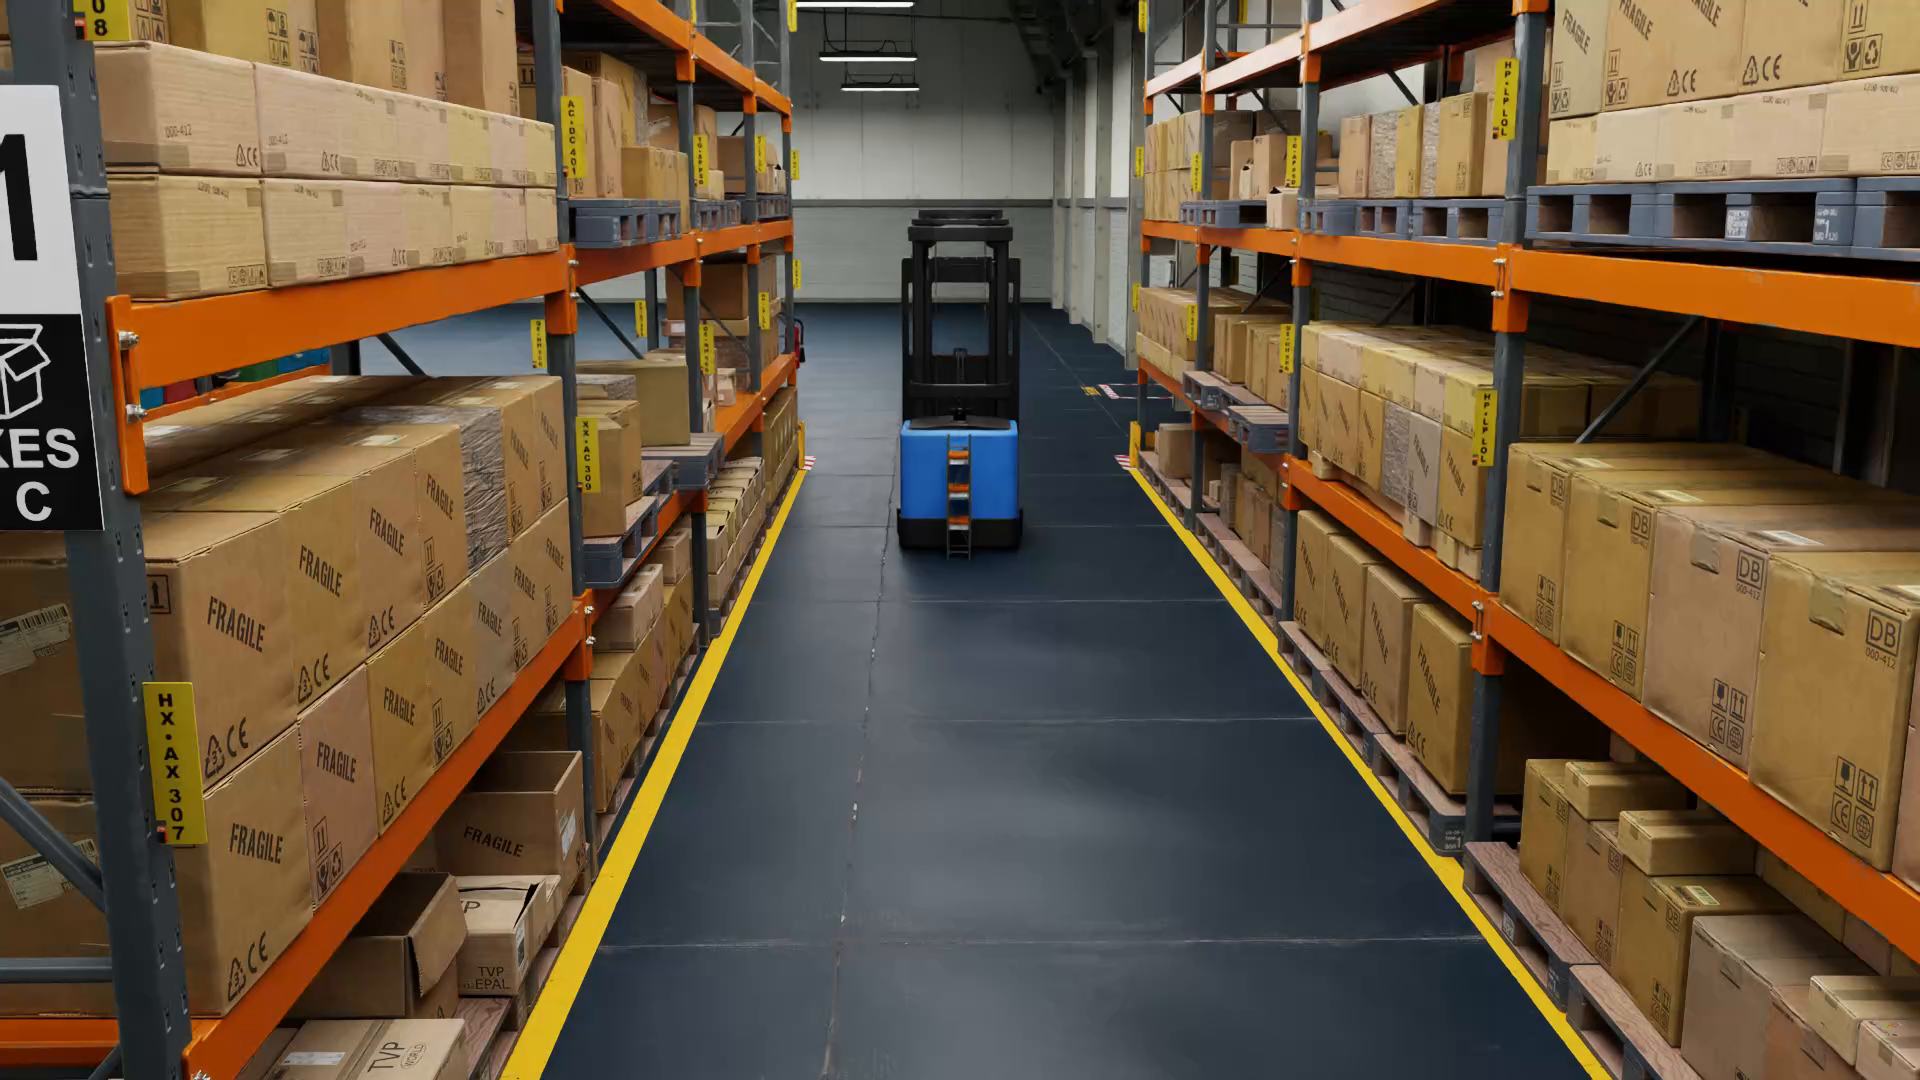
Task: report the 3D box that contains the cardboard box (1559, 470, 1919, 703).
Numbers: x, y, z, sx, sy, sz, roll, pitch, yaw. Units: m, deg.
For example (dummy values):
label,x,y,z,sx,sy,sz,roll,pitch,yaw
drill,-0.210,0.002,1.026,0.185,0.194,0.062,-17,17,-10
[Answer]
label,x,y,z,sx,sy,sz,roll,pitch,yaw
cardboard box,2.815,0.149,6.028,0.980,0.700,0.700,-1,11,-3

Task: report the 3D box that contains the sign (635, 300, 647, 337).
label,x,y,z,sx,sy,sz,roll,pitch,yaw
sign,-2.862,-1.987,14.933,0.100,0.325,0.005,0,11,-1

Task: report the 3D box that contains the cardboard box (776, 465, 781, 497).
label,x,y,z,sx,sy,sz,roll,pitch,yaw
cardboard box,-2.019,-0.578,16.222,0.500,0.250,0.500,0,11,-1

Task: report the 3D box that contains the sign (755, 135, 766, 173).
label,x,y,z,sx,sy,sz,roll,pitch,yaw
sign,-1.765,-3.408,14.679,0.100,0.325,0.005,0,11,-1

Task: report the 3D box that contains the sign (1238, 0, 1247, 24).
label,x,y,z,sx,sy,sz,roll,pitch,yaw
sign,3.118,-5.817,18.349,0.100,0.325,0.005,0,11,-1

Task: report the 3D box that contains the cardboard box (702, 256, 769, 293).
label,x,y,z,sx,sy,sz,roll,pitch,yaw
cardboard box,-2.365,-2.698,17.302,0.700,0.500,0.500,0,11,-1

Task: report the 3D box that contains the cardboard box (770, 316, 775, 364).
label,x,y,z,sx,sy,sz,roll,pitch,yaw
cardboard box,-2.378,-2.174,17.977,0.700,0.500,0.500,0,11,0

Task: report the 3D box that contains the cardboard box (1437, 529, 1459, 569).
label,x,y,z,sx,sy,sz,roll,pitch,yaw
cardboard box,2.492,0.040,7.901,0.380,0.149,0.250,0,11,0

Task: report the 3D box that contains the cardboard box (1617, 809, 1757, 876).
label,x,y,z,sx,sy,sz,roll,pitch,yaw
cardboard box,2.559,1.066,5.862,0.380,0.149,0.250,-1,11,-3

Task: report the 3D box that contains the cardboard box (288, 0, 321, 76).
label,x,y,z,sx,sy,sz,roll,pitch,yaw
cardboard box,-2.130,-1.451,4.357,0.700,0.500,0.500,0,11,-1

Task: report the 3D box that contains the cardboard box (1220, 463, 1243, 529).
label,x,y,z,sx,sy,sz,roll,pitch,yaw
cardboard box,2.677,-0.392,14.628,0.700,0.500,0.500,0,11,1

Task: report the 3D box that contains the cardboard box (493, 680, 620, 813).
label,x,y,z,sx,sy,sz,roll,pitch,yaw
cardboard box,-1.909,0.976,7.885,0.500,0.500,0.500,-1,11,-4

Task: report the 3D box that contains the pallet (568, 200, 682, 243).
label,x,y,z,sx,sy,sz,roll,pitch,yaw
pallet,-2.110,-1.650,8.578,1.213,0.211,1.003,0,11,-1

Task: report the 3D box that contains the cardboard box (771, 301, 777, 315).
label,x,y,z,sx,sy,sz,roll,pitch,yaw
cardboard box,-2.180,-2.511,18.007,0.380,0.149,0.250,0,11,-2

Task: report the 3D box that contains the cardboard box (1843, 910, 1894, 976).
label,x,y,z,sx,sy,sz,roll,pitch,yaw
cardboard box,2.959,1.223,5.084,0.380,0.149,0.250,0,11,0

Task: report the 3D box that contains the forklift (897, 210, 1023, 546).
label,x,y,z,sx,sy,sz,roll,pitch,yaw
forklift,0.012,-1.615,15.647,1.130,2.935,3.031,0,11,1

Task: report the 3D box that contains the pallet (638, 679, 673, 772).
label,x,y,z,sx,sy,sz,roll,pitch,yaw
pallet,-2.225,1.026,9.473,1.003,0.211,1.213,0,11,-1

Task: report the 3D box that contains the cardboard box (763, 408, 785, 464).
label,x,y,z,sx,sy,sz,roll,pitch,yaw
cardboard box,-2.025,-1.045,16.637,0.500,0.500,0.500,0,11,-1

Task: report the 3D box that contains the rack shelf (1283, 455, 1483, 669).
label,x,y,z,sx,sy,sz,roll,pitch,yaw
rack shelf,2.769,-0.002,9.336,1.077,0.370,4.000,0,11,-1

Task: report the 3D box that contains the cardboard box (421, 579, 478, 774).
label,x,y,z,sx,sy,sz,roll,pitch,yaw
cardboard box,-1.837,0.419,5.199,0.500,0.500,0.500,0,11,0

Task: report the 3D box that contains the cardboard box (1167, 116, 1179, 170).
label,x,y,z,sx,sy,sz,roll,pitch,yaw
cardboard box,2.321,-3.878,16.268,0.500,0.500,0.500,-1,11,-3

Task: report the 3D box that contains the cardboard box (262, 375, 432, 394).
label,x,y,z,sx,sy,sz,roll,pitch,yaw
cardboard box,-2.414,-0.381,6.625,0.500,0.500,0.500,0,11,0

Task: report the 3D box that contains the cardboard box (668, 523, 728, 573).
label,x,y,z,sx,sy,sz,roll,pitch,yaw
cardboard box,-1.942,0.030,11.816,0.500,0.311,0.500,0,11,1

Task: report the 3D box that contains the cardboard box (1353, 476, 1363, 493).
label,x,y,z,sx,sy,sz,roll,pitch,yaw
cardboard box,2.563,-0.369,9.913,0.380,0.149,0.250,0,11,0

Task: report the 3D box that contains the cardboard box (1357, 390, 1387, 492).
label,x,y,z,sx,sy,sz,roll,pitch,yaw
cardboard box,2.511,-0.553,9.192,0.500,0.500,0.500,0,11,0

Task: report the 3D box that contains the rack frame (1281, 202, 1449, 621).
label,x,y,z,sx,sy,sz,roll,pitch,yaw
rack frame,2.728,-0.753,11.225,1.000,3.000,0.127,0,11,-1

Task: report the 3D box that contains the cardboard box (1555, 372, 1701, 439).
label,x,y,z,sx,sy,sz,roll,pitch,yaw
cardboard box,3.061,-0.622,7.645,0.500,0.250,0.500,0,11,1

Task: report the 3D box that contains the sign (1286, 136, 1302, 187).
label,x,y,z,sx,sy,sz,roll,pitch,yaw
sign,2.185,-2.474,10.866,0.100,0.325,0.005,0,11,-1

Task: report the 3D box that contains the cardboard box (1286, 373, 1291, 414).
label,x,y,z,sx,sy,sz,roll,pitch,yaw
cardboard box,2.708,-1.111,11.631,0.700,0.500,0.500,-2,12,-8

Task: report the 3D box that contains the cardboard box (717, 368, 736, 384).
label,x,y,z,sx,sy,sz,roll,pitch,yaw
cardboard box,-2.254,-1.355,14.573,0.500,0.250,0.500,0,11,2

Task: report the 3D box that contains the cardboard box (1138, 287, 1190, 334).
label,x,y,z,sx,sy,sz,roll,pitch,yaw
cardboard box,2.272,-2.551,18.528,0.500,0.500,0.500,0,11,-1

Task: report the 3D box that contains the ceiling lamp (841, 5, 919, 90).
label,x,y,z,sx,sy,sz,roll,pitch,yaw
ceiling lamp,-2.058,-13.183,42.726,2.000,3.185,0.800,0,11,-1

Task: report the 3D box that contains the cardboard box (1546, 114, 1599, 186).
label,x,y,z,sx,sy,sz,roll,pitch,yaw
cardboard box,2.561,-1.470,6.288,0.500,0.250,0.500,0,11,-1

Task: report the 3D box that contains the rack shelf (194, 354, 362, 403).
label,x,y,z,sx,sy,sz,roll,pitch,yaw
rack shelf,-7.301,-1.552,16.974,1.077,0.370,4.000,0,11,-1

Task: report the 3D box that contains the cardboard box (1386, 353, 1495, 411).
label,x,y,z,sx,sy,sz,roll,pitch,yaw
cardboard box,2.534,-0.824,8.643,0.500,0.250,0.500,0,11,0

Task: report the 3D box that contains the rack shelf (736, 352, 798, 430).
label,x,y,z,sx,sy,sz,roll,pitch,yaw
rack shelf,-2.349,-1.572,17.071,1.077,0.370,4.000,0,11,-1

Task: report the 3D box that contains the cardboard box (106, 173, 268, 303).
label,x,y,z,sx,sy,sz,roll,pitch,yaw
cardboard box,-1.816,-0.641,3.507,0.500,0.250,0.500,0,11,-1

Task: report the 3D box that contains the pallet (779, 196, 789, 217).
label,x,y,z,sx,sy,sz,roll,pitch,yaw
pallet,-2.401,-3.608,17.976,1.003,0.211,1.213,0,11,-1

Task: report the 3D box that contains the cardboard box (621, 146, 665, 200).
label,x,y,z,sx,sy,sz,roll,pitch,yaw
cardboard box,-2.161,-1.959,9.376,0.910,0.500,0.500,0,11,-1

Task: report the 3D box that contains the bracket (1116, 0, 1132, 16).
label,x,y,z,sx,sy,sz,roll,pitch,yaw
bracket,2.847,-9.213,28.784,0.235,0.232,0.430,0,11,-1

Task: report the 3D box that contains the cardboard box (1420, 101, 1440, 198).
label,x,y,z,sx,sy,sz,roll,pitch,yaw
cardboard box,2.880,-2.078,8.854,0.700,0.500,0.500,0,11,-1

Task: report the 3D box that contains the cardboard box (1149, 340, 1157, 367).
label,x,y,z,sx,sy,sz,roll,pitch,yaw
cardboard box,2.285,-1.976,17.584,0.500,0.250,0.500,0,11,-2

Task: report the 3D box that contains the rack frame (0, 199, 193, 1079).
label,x,y,z,sx,sy,sz,roll,pitch,yaw
rack frame,-2.059,0.859,3.282,1.000,3.000,0.127,0,11,-1

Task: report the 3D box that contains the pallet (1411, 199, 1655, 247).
label,x,y,z,sx,sy,sz,roll,pitch,yaw
pallet,2.742,-1.516,7.923,0.805,0.209,1.217,-1,11,-3

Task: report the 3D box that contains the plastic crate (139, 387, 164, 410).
label,x,y,z,sx,sy,sz,roll,pitch,yaw
plastic crate,-6.926,-1.281,13.870,0.392,0.384,0.575,0,11,-1

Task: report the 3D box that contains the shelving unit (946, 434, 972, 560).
label,x,y,z,sx,sy,sz,roll,pitch,yaw
shelving unit,-0.008,-0.366,14.222,0.215,1.050,0.252,0,11,1

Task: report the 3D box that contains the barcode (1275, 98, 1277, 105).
label,x,y,z,sx,sy,sz,roll,pitch,yaw
barcode,3.046,-4.227,16.027,0.001,0.075,0.075,0,11,-1

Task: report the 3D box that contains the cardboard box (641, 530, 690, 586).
label,x,y,z,sx,sy,sz,roll,pitch,yaw
cardboard box,-1.965,0.107,10.284,0.500,0.250,0.500,0,11,1

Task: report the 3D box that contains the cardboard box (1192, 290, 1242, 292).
label,x,y,z,sx,sy,sz,roll,pitch,yaw
cardboard box,2.785,-2.454,18.051,0.500,0.500,0.500,0,11,0

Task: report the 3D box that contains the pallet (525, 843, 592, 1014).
label,x,y,z,sx,sy,sz,roll,pitch,yaw
pallet,-2.129,1.567,6.806,1.003,0.211,1.213,0,11,-1

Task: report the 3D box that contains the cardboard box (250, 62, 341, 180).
label,x,y,z,sx,sy,sz,roll,pitch,yaw
cardboard box,-1.813,-0.985,3.948,0.500,0.250,0.500,0,11,-1

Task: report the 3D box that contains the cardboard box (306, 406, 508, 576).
label,x,y,z,sx,sy,sz,roll,pitch,yaw
cardboard box,-1.849,-0.174,5.606,0.500,0.500,0.500,0,11,-1

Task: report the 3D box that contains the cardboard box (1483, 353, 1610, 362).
label,x,y,z,sx,sy,sz,roll,pitch,yaw
cardboard box,3.028,-0.826,8.649,0.500,0.250,0.500,-1,11,-3

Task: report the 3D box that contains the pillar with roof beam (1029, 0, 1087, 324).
label,x,y,z,sx,sy,sz,roll,pitch,yaw
pillar with roof beam,-1.358,-9.900,41.227,9.100,9.000,0.548,0,11,-1

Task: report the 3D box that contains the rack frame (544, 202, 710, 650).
label,x,y,z,sx,sy,sz,roll,pitch,yaw
rack frame,-2.225,-0.732,11.121,1.000,3.000,0.127,0,11,-1

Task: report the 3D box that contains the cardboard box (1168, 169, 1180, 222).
label,x,y,z,sx,sy,sz,roll,pitch,yaw
cardboard box,2.340,-3.387,16.361,0.500,0.500,0.500,-1,11,-3

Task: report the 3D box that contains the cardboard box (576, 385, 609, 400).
label,x,y,z,sx,sy,sz,roll,pitch,yaw
cardboard box,-2.240,-0.542,8.879,0.700,0.500,0.500,-3,12,-16
